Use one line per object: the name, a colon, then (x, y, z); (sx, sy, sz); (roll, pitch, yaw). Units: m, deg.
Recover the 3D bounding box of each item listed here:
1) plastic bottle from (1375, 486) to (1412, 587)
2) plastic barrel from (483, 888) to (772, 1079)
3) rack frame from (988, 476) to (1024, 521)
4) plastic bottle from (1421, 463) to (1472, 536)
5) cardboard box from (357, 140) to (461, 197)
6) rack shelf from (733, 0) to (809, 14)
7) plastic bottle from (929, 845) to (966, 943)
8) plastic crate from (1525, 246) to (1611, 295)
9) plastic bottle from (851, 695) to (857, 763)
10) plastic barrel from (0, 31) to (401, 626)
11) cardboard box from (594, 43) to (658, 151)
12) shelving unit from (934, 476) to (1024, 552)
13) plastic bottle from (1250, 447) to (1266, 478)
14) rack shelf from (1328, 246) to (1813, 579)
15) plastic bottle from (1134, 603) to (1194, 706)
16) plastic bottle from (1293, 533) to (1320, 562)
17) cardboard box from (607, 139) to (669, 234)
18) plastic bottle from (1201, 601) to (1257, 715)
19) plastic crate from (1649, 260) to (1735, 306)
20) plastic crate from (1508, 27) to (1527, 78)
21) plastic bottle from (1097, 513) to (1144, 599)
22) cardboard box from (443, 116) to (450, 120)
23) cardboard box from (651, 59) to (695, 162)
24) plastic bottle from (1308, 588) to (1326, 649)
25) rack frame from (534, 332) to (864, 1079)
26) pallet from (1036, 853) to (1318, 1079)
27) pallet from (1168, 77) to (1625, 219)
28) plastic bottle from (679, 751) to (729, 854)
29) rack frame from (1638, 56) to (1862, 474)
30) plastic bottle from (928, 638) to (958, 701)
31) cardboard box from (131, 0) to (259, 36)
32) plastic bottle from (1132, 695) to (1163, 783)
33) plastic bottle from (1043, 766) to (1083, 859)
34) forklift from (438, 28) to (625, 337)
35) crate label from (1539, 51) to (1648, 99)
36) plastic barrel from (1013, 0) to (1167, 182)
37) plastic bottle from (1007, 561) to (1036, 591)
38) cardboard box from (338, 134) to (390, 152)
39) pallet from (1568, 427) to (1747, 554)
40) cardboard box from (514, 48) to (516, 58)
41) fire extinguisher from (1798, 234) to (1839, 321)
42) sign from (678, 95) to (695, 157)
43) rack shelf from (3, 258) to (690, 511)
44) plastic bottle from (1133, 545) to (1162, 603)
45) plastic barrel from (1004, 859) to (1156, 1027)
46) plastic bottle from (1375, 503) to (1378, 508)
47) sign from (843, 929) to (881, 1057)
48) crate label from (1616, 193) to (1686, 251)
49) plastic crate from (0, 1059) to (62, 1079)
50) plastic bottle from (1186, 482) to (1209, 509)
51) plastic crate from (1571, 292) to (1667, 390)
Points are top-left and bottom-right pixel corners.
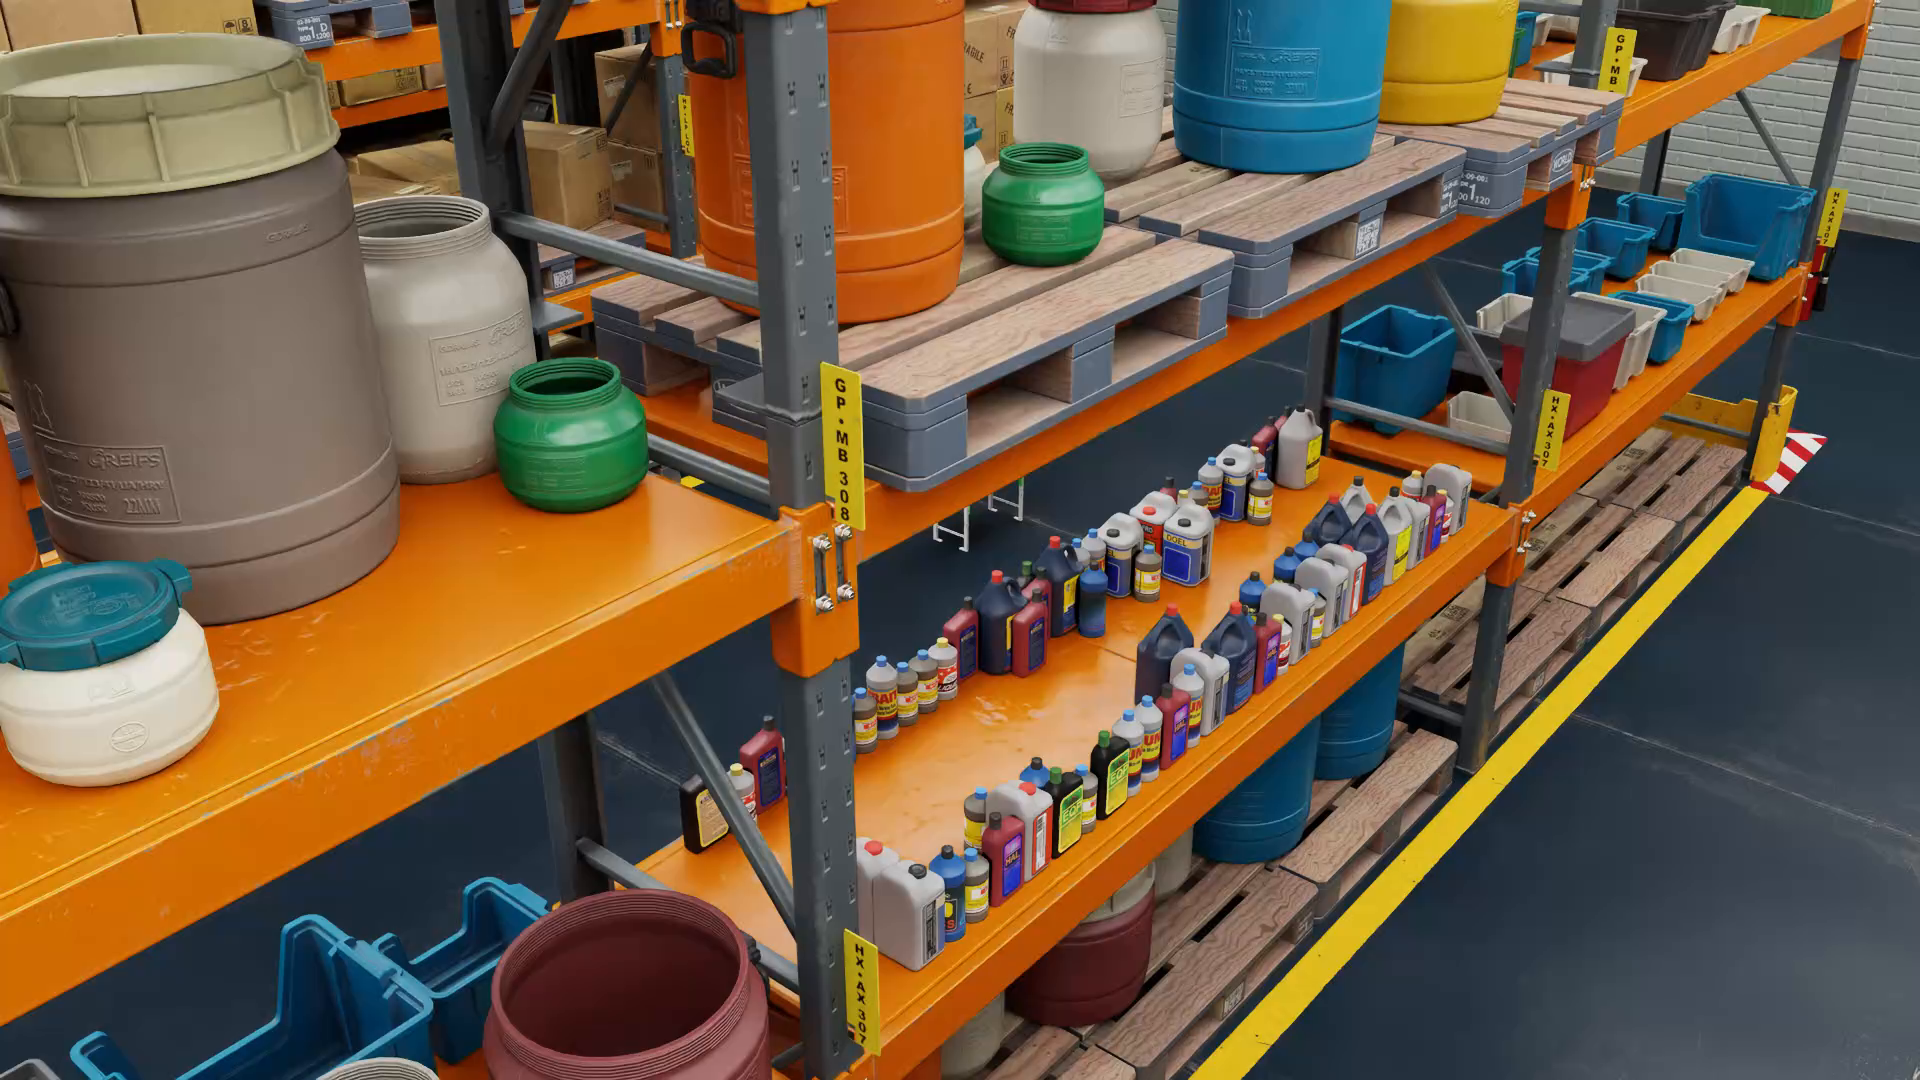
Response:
plastic bottle: (1.560, -0.024, 6.085); (0.144, 0.351, 0.185); (21, 34, 34)
plastic barrel: (-0.714, 1.144, 3.626); (0.600, 0.536, 0.708); (21, 34, 34)
rack frame: (0.261, -0.678, 9.255); (0.240, 1.200, 0.015); (21, 34, 34)
plastic bottle: (1.891, -0.178, 6.464); (0.152, 0.276, 0.135); (21, 34, 34)
cardboard box: (-2.790, -1.782, 8.864); (0.500, 0.500, 0.700); (-22, 35, -36)
rack shelf: (-1.924, -0.507, 1.655); (1.077, 0.370, 4.000); (21, 34, 34)
plastic bottle: (-0.033, 0.916, 4.354); (0.097, 0.271, 0.097); (0, 27, 0)
plastic crate: (3.188, -1.379, 8.769); (0.416, 0.233, 0.300); (21, 34, 34)
plastic bottle: (-0.366, 0.554, 5.055); (0.097, 0.271, 0.097); (0, 27, 0)
plastic barrel: (-1.342, -0.376, 2.902); (0.600, 0.901, 0.600); (0, 27, 0)
cardboard box: (-1.806, -2.659, 9.929); (0.500, 0.500, 0.500); (21, 34, 35)
shelving unit: (0.105, -0.592, 9.088); (0.258, 1.200, 0.503); (21, 34, 34)
plastic bottle: (1.185, -0.280, 6.743); (0.097, 0.201, 0.097); (0, 27, 0)
rack shelf: (3.164, -0.857, 8.424); (1.077, 0.370, 4.000); (21, 34, 34)
plastic bottle: (0.656, 0.370, 5.323); (0.144, 0.351, 0.185); (21, 34, 34)
plastic bottle: (1.230, 0.103, 5.927); (0.097, 0.271, 0.097); (0, 27, 0)
cardboard box: (-1.808, -2.213, 10.154); (0.500, 0.500, 0.500); (21, 34, 35)
plastic bottle: (0.859, 0.367, 5.330); (0.144, 0.351, 0.185); (21, 34, 34)
plastic crate: (3.862, -1.354, 8.825); (0.396, 0.136, 0.243); (21, 34, 34)
plastic crate: (1.928, -1.944, 6.709); (0.450, 0.188, 0.662); (21, 34, 34)
plastic bottle: (0.567, 0.051, 6.021); (0.152, 0.276, 0.135); (21, 34, 34)
cardboard box: (-4.294, -3.612, 14.524); (0.380, 0.149, 0.250); (21, 34, 35)
cardboard box: (-1.411, -2.489, 9.600); (0.500, 0.500, 0.500); (22, 34, 36)
plastic bottle: (1.199, 0.261, 5.698); (0.097, 0.201, 0.097); (0, 27, 0)
rack frame: (-0.652, 0.951, 4.147); (1.000, 3.000, 0.127); (21, 34, 34)
pallet: (0.593, 1.467, 6.184); (1.003, 0.211, 1.213); (21, 34, 34)
pallet: (1.469, -1.409, 5.650); (1.213, 0.211, 1.003); (21, 34, 34)
plastic bottle: (-0.724, 0.735, 4.692); (0.061, 0.283, 0.133); (21, 34, 34)
rack frame: (4.436, -1.885, 9.630); (1.000, 3.000, 0.127); (21, 34, 34)
plastic bottle: (-0.056, 0.412, 5.405); (0.097, 0.201, 0.097); (0, 27, 0)
cardboard box: (-3.565, -2.404, 7.259); (0.910, 0.500, 0.500); (21, 34, 34)
plastic bottle: (0.555, 0.589, 4.988); (0.097, 0.271, 0.097); (0, 27, 0)
plastic bottle: (0.287, 0.746, 4.671); (0.061, 0.283, 0.133); (21, 34, 34)
forklift: (-3.155, -2.971, 11.803); (1.130, 2.935, 3.031); (22, 35, 36)
crate label: (2.426, -1.771, 6.432); (0.293, 0.136, 0.466); (21, 34, 34)
plastic barrel: (0.359, -1.301, 4.630); (0.433, 0.535, 0.433); (0, 27, 0)
plastic bottle: (0.205, 0.217, 5.693); (0.061, 0.283, 0.133); (21, 34, 34)
cardboard box: (-4.942, -3.250, 13.825); (0.380, 0.149, 0.250); (20, 33, 33)
pallet: (3.882, -0.366, 9.727); (1.003, 0.211, 1.213); (21, 34, 34)
cardboard box: (-3.979, -4.469, 14.297); (0.980, 0.700, 0.700); (20, 34, 34)
fire extinguisher: (4.883, -1.606, 9.580); (0.296, 0.674, 0.183); (21, 34, 34)
sign: (-1.497, -2.269, 9.112); (0.100, 0.325, 0.005); (21, 34, 34)
rack shelf: (-3.200, -0.887, 8.484); (1.077, 0.370, 4.000); (21, 34, 34)
plastic bottle: (0.675, 0.114, 5.981); (0.097, 0.201, 0.097); (0, 27, 0)
plastic barrel: (0.364, 1.257, 5.723); (0.600, 0.588, 0.708); (21, 34, 34)
plastic bottle: (1.550, -0.045, 6.288); (0.097, 0.201, 0.097); (0, 27, 0)
sign: (-0.223, 1.037, 3.803); (0.100, 0.325, 0.005); (21, 34, 34)
crate label: (4.025, -1.846, 9.671); (0.416, 0.233, 0.303); (21, 34, 34)
plastic crate: (-1.916, 1.406, 3.197); (0.402, 0.464, 0.583); (21, 34, 34)
plastic bottle: (0.914, -0.129, 6.450); (0.097, 0.201, 0.097); (0, 27, 0)
plastic crate: (3.005, -0.929, 7.844); (0.437, 0.282, 0.530); (21, 34, 34)
